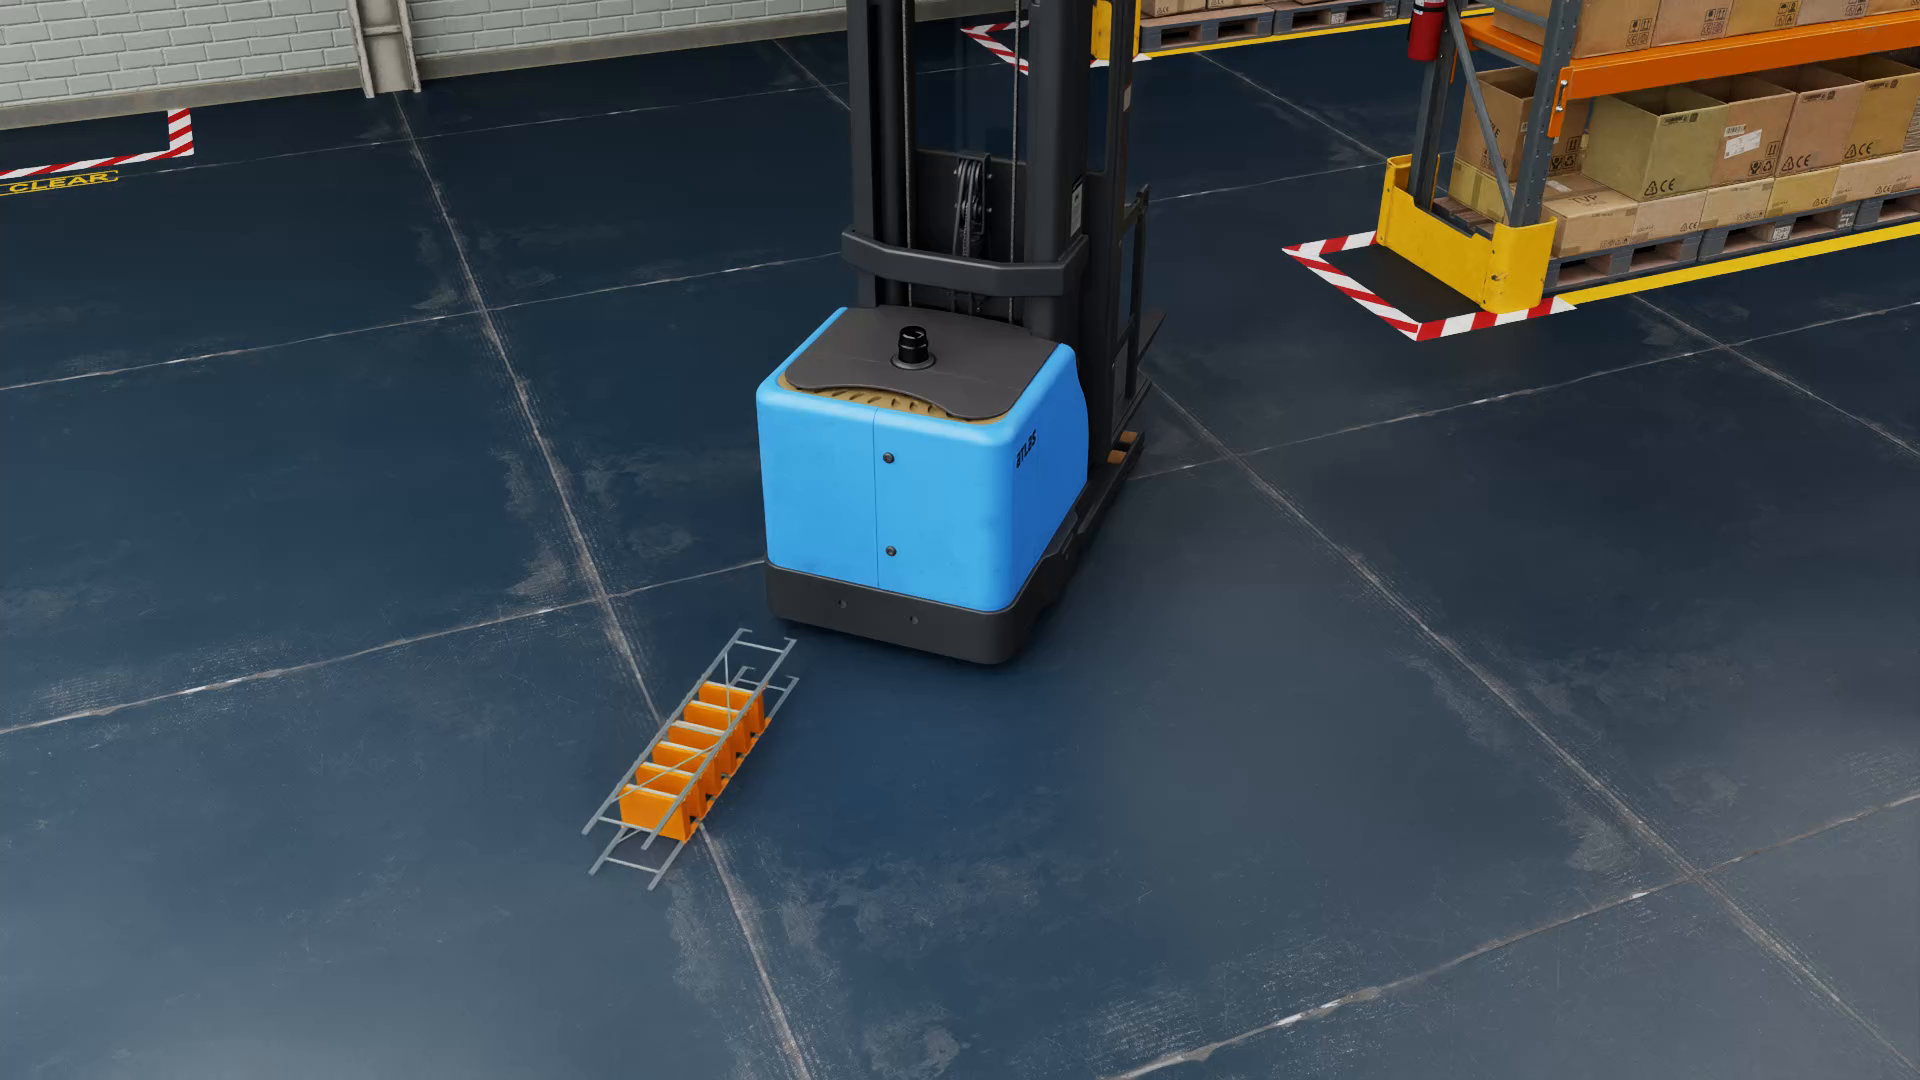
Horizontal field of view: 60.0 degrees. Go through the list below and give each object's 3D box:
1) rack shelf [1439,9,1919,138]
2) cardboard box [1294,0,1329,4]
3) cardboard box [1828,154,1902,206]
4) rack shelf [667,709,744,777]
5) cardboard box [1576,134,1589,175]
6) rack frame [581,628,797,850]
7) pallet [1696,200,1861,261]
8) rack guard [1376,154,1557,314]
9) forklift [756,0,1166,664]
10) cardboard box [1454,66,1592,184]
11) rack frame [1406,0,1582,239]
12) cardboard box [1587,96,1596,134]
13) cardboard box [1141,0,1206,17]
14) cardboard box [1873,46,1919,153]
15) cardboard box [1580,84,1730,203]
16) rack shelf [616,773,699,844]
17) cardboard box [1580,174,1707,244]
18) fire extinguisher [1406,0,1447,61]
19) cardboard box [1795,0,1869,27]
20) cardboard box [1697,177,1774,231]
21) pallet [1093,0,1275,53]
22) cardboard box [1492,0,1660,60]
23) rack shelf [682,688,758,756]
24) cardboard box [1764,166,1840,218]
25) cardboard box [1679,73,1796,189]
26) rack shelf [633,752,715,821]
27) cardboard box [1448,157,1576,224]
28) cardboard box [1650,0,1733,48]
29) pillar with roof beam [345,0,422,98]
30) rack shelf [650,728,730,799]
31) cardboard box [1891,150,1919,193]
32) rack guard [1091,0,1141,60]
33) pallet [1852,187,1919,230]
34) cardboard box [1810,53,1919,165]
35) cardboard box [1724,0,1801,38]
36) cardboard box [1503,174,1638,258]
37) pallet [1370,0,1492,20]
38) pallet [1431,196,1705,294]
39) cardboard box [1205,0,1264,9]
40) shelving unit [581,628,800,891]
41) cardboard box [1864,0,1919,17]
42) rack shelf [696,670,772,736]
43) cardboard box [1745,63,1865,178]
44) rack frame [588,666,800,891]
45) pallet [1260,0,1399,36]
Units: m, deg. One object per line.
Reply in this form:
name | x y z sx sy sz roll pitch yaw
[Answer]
rack shelf | 4.738 -2.947 9.689 4.000 0.370 1.077 -13 35 -19
cardboard box | 2.867 -4.804 13.772 0.500 0.500 0.700 -15 36 -22
cardboard box | 5.319 -2.273 10.130 0.500 0.250 0.500 -13 35 -19
rack shelf | -0.914 0.724 5.960 0.258 0.180 0.103 11 35 16
cardboard box | 3.730 -2.224 10.053 0.500 0.250 0.500 -13 35 -19
rack frame | -0.929 0.670 5.875 0.240 0.006 1.200 11 35 16
pallet | 4.706 -2.096 10.278 1.213 0.211 1.003 -13 35 -19
rack guard | 2.872 -1.774 9.518 0.348 0.500 1.175 -13 35 -19
forklift | 0.222 -1.546 6.939 1.130 2.935 3.031 12 35 17
cardboard box | 3.273 -2.427 9.679 0.500 0.500 0.500 -13 35 -19
rack frame | 2.894 -2.827 8.844 0.127 3.000 1.000 -13 35 -19
cardboard box | 4.189 -2.646 10.015 0.500 0.500 0.500 -13 35 -19
cardboard box | 1.646 -4.475 13.439 0.500 0.311 0.500 -17 37 -24
cardboard box | 5.773 -2.702 10.100 0.500 0.500 0.500 -13 35 -19
cardboard box | 3.935 -2.272 9.441 0.500 0.500 0.500 -13 35 -19
rack shelf | -1.032 0.909 5.675 0.258 0.180 0.103 11 35 16
cardboard box | 3.934 -1.959 9.647 0.500 0.250 0.500 -13 35 -19
fire extinguisher | 2.605 -3.003 9.186 0.183 0.674 0.296 -13 35 -19
cardboard box | 4.756 -3.289 9.463 0.500 0.500 0.700 -12 35 -18
cardboard box | 4.395 -2.064 9.808 0.500 0.250 0.500 -13 35 -19
pallet | 1.806 -4.318 13.693 1.213 0.211 1.003 -13 35 -19
cardboard box | 3.329 -2.961 8.958 0.500 0.500 0.700 -13 35 -19
rack shelf | -0.875 0.662 6.056 0.258 0.180 0.103 11 35 16
cardboard box | 4.858 -2.167 9.967 0.500 0.250 0.500 -13 35 -19
cardboard box | 4.391 -2.384 9.613 0.500 0.500 0.500 -13 35 -19
rack shelf | -0.993 0.847 5.770 0.258 0.180 0.103 11 35 16
cardboard box | 3.274 -2.112 9.882 0.500 0.250 0.500 -13 35 -19
cardboard box | 3.812 -3.074 9.132 0.500 0.500 0.700 -12 35 -18
pillar with roof beam | -2.582 -4.983 6.657 0.400 9.000 9.100 -13 35 -19
rack shelf | -0.953 0.785 5.865 0.258 0.180 0.103 11 35 16
cardboard box | 5.774 -2.386 10.303 0.500 0.250 0.500 -13 35 -19
rack guard | 1.043 -4.285 13.378 0.348 0.500 1.175 -13 35 -19
pallet | 5.833 -2.356 10.677 1.213 0.211 1.003 -13 35 -19
cardboard box | 5.314 -2.594 9.935 0.500 0.500 0.500 -13 35 -19
cardboard box | 4.272 -3.176 9.289 0.500 0.500 0.700 -13 35 -19
cardboard box | 3.474 -1.852 9.481 0.500 0.250 0.500 -13 35 -19
pallet | 4.055 -4.833 14.484 1.213 0.211 1.003 -13 35 -19
pallet | 3.583 -1.840 9.885 1.213 0.211 1.003 -13 35 -19
cardboard box | 2.171 -4.595 13.624 0.500 0.311 0.500 -10 34 -15
shelving unit | -0.929 0.746 5.925 0.258 0.189 1.200 11 35 16
cardboard box | 5.227 -3.398 9.630 0.500 0.500 0.700 -12 35 -18
rack shelf | -0.835 0.600 6.151 0.258 0.180 0.103 11 35 16
cardboard box | 4.859 -2.481 9.762 0.500 0.500 0.500 -13 35 -19
rack frame | -0.929 0.823 5.975 0.240 0.006 1.200 11 35 16
pallet | 2.929 -4.573 14.085 1.213 0.211 1.003 -13 35 -19
